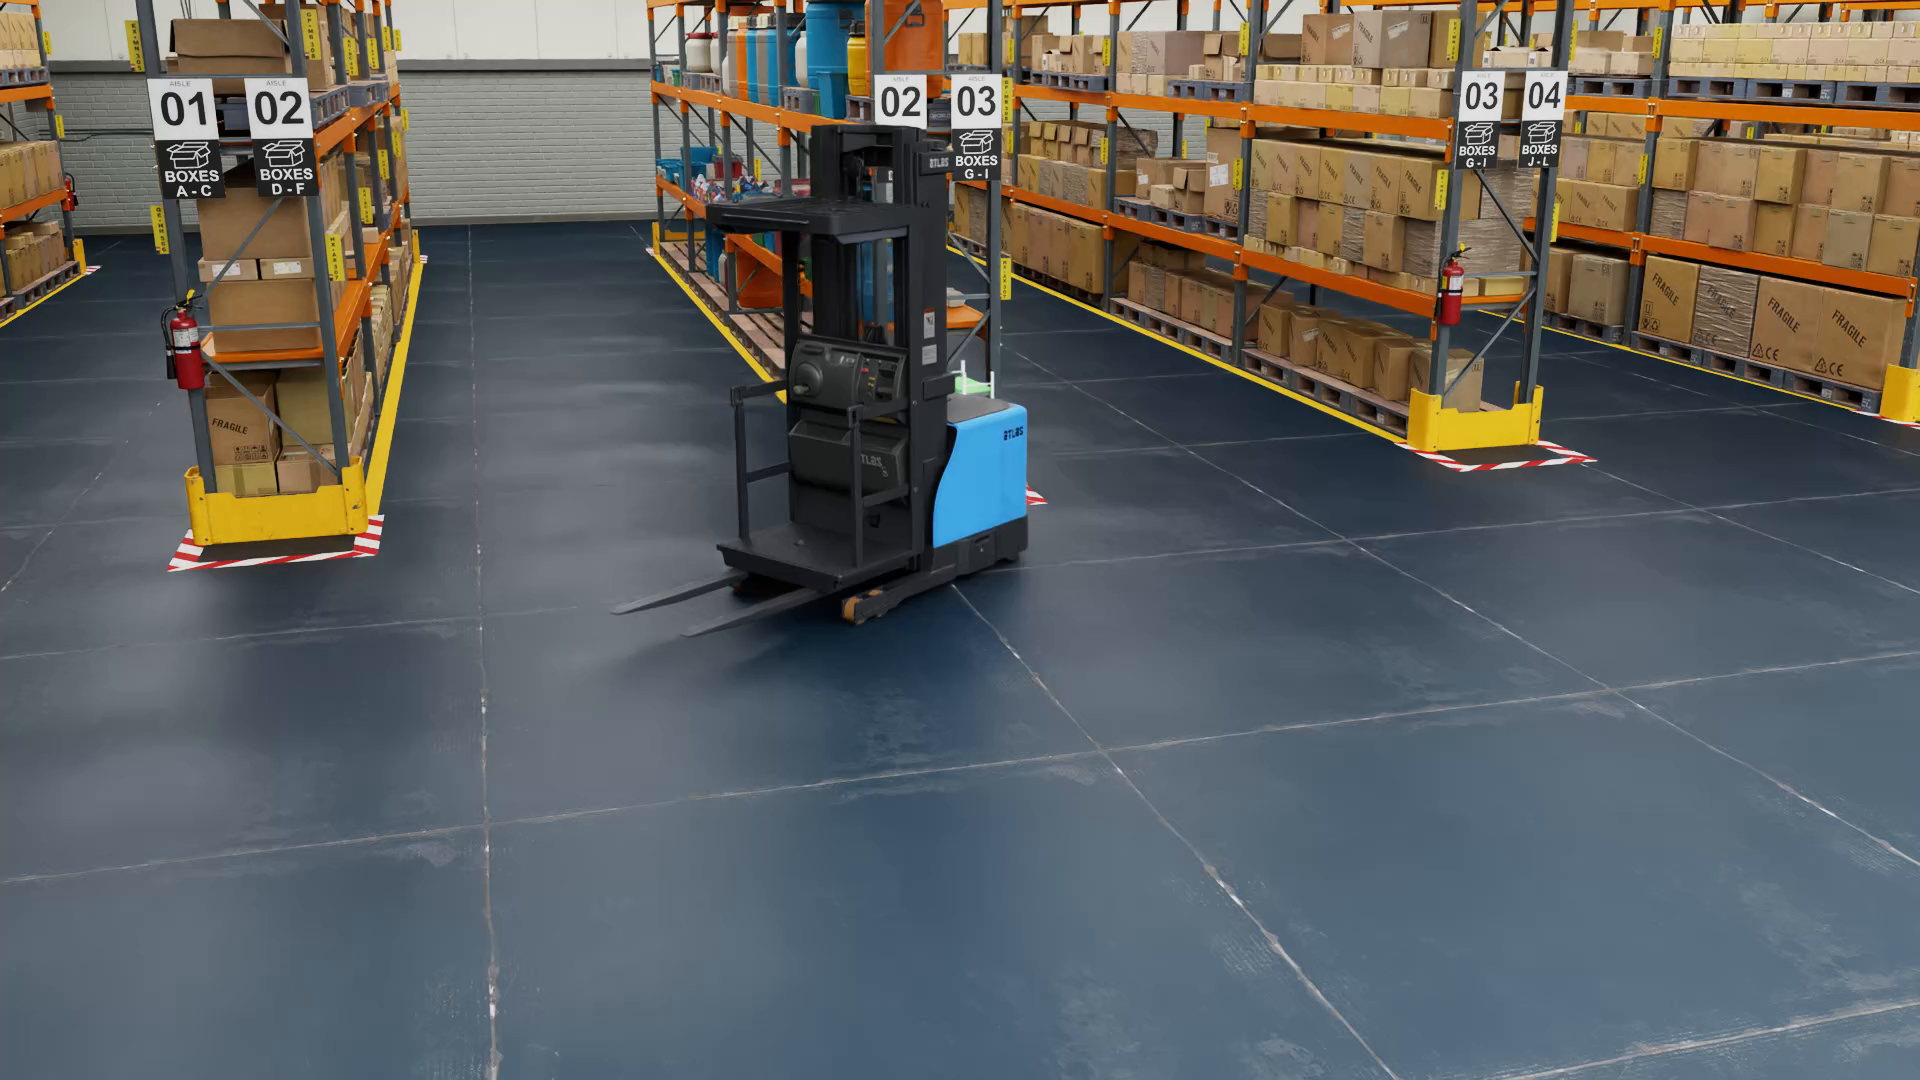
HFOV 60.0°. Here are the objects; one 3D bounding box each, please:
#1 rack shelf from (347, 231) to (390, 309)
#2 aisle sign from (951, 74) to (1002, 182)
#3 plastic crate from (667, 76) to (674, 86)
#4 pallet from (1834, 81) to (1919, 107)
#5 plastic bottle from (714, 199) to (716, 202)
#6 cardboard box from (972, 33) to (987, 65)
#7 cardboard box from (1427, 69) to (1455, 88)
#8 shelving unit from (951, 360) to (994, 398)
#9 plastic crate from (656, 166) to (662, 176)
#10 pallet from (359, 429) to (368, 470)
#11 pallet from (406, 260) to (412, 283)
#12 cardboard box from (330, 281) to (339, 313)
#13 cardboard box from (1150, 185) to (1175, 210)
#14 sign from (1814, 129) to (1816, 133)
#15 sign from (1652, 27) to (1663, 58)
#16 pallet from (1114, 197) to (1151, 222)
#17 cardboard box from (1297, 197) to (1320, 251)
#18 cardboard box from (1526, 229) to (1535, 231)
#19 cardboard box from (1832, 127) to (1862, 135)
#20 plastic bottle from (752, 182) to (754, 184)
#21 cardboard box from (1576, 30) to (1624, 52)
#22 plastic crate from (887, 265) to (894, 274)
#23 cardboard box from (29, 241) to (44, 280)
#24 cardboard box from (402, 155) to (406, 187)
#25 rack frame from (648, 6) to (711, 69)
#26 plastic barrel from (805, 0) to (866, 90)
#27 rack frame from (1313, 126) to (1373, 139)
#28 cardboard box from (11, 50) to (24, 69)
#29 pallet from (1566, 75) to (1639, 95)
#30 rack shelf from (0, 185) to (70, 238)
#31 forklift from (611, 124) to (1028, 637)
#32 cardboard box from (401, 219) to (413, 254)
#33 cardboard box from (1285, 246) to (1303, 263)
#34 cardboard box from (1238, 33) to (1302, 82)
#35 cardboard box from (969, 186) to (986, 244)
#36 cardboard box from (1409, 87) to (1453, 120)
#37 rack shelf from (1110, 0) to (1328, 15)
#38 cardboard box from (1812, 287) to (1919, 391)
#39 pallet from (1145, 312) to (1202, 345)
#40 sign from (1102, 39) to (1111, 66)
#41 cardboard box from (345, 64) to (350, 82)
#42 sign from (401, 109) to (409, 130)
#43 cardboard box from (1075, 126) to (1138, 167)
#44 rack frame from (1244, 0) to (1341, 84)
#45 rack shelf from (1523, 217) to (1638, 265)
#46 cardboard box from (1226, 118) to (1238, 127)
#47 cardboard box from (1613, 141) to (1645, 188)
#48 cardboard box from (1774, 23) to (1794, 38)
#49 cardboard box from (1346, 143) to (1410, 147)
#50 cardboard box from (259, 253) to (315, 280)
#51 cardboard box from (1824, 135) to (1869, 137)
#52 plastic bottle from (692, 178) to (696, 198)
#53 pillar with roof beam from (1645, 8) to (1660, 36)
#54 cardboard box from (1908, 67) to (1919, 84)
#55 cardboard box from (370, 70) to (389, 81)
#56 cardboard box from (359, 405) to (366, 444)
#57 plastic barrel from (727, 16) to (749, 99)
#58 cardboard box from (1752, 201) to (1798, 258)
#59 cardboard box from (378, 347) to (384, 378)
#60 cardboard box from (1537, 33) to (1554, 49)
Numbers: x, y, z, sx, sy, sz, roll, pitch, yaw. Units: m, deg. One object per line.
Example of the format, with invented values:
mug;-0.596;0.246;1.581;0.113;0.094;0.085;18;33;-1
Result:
rack shelf;-6.589;-2.809;17.339;1.077;0.370;4.000;-5;17;-15
aisle sign;0.125;-3.133;12.648;0.394;0.787;0.004;-5;17;-15
plastic crate;-4.190;-6.836;24.739;0.293;0.136;0.466;-5;17;-15
pallet;9.169;-4.239;15.789;1.003;0.211;1.213;-5;17;-15
plastic bottle;-3.134;-4.339;21.528;0.097;0.201;0.097;0;17;0
cardboard box;0.611;-7.991;27.050;0.700;0.500;0.500;-6;18;-19
cardboard box;4.251;-3.965;14.292;0.380;0.149;0.250;-5;18;-17
shelving unit;0.025;-0.664;12.076;0.258;1.200;0.503;-8;18;-24
plastic crate;-4.814;-6.023;27.143;0.250;0.136;0.298;-5;17;-15
pallet;-5.522;-0.703;13.927;1.003;0.211;1.213;-5;17;-15
pallet;-8.765;-4.006;24.920;1.003;0.211;1.213;-5;17;-15
cardboard box;-5.484;-2.100;13.555;0.700;0.500;0.500;-4;17;-14
cardboard box;2.627;-4.136;20.039;0.500;0.250;0.500;-5;17;-17
sign;12.435;-5.834;24.286;0.100;0.325;0.005;-5;17;-15
sign;7.764;-5.536;18.508;0.100;0.325;0.005;-5;17;-15
pallet;2.686;-4.208;21.081;1.213;0.211;1.003;-5;17;-15
cardboard box;3.889;-3.172;16.607;0.875;0.500;0.500;-5;17;-15
cardboard box;10.501;-5.782;29.712;0.875;0.438;0.875;-5;17;-17
cardboard box;15.506;-6.870;28.704;0.700;0.500;0.500;-4;17;-14
plastic bottle;-2.816;-4.820;23.001;0.152;0.276;0.135;-5;17;-15
cardboard box;7.931;-6.128;20.846;0.500;0.500;0.500;-5;17;-15
plastic crate;-0.586;-2.435;15.304;0.530;0.136;0.437;-5;17;-15
cardboard box;-13.380;-3.921;23.405;0.700;0.500;0.500;-4;17;-14
cardboard box;-8.675;-5.583;25.152;0.500;0.500;0.500;-5;17;-15
rack frame;-4.573;-9.183;26.882;1.000;3.000;0.127;-5;17;-15
plastic barrel;-1.105;-4.585;15.186;0.600;0.901;0.708;-5;17;-15
rack frame;6.085;-5.959;26.577;1.000;3.000;0.127;-5;17;-15
cardboard box;-13.351;-6.672;23.091;0.500;0.250;0.500;-5;18;-17
pallet;7.722;-5.716;20.882;1.003;0.211;1.213;-4;17;-13
rack shelf;-13.549;-4.629;23.399;1.077;0.370;4.000;-5;17;-15
forklift;-0.845;-1.045;10.337;1.130;2.935;3.031;13;21;37
cardboard box;-8.951;-4.802;26.305;0.500;0.500;0.500;-5;17;-15
cardboard box;3.515;-2.901;16.832;0.380;0.149;0.250;-5;17;-15
cardboard box;3.453;-5.207;17.950;0.797;0.503;0.637;-6;18;-18
cardboard box;0.692;-5.463;27.887;0.875;0.875;0.875;-5;17;-15
cardboard box;4.209;-3.754;14.282;0.500;0.250;0.500;-4;17;-14
rack shelf;2.937;-6.273;19.138;1.077;0.370;4.000;-5;17;-15
cardboard box;9.133;-2.006;16.380;0.875;0.875;0.875;-5;17;-15
pallet;2.932;-2.600;20.241;1.003;0.211;1.213;-5;17;-15
sign;1.851;-6.169;21.026;0.100;0.325;0.005;-5;17;-15
cardboard box;-6.798;-5.008;17.726;0.500;0.250;0.500;-4;17;-14
sign;-8.798;-6.664;26.360;0.100;0.325;0.005;-5;17;-15
cardboard box;2.026;-5.401;22.801;0.797;0.503;0.637;-4;17;-14
rack frame;3.487;-6.256;17.135;1.000;3.000;0.127;-5;17;-15
rack shelf;7.734;-3.955;21.156;1.077;0.370;4.000;-5;17;-15
cardboard box;4.999;-7.451;29.114;0.500;0.500;0.500;-4;17;-14
cardboard box;8.141;-4.410;19.508;0.700;0.500;0.500;-5;17;-16
cardboard box;8.475;-5.145;16.800;0.380;0.149;0.250;-5;17;-16
cardboard box;4.150;-3.672;16.534;0.500;0.500;0.500;-5;17;-15
cardboard box;-4.841;-1.978;12.021;0.380;0.149;0.250;-5;17;-16
cardboard box;12.461;-5.418;23.354;0.500;0.500;0.500;-5;17;-16
plastic bottle;-3.747;-4.976;23.505;0.061;0.283;0.133;-5;17;-15
pillar with roof beam;10.475;-11.228;33.691;9.100;9.000;0.400;-5;17;-15
cardboard box;8.965;-4.271;15.274;0.380;0.149;0.250;-5;17;-15
cardboard box;-8.134;-6.332;22.864;0.500;0.250;0.500;-5;17;-15
cardboard box;-5.284;-0.959;13.980;0.500;0.250;0.500;-5;17;-15
plastic barrel;-2.358;-5.530;19.061;0.600;0.901;0.600;0;17;0
cardboard box;8.846;-3.270;17.362;0.875;0.550;0.500;-5;17;-15
cardboard box;-6.051;-1.757;16.637;0.500;0.250;0.500;-4;17;-14
cardboard box;10.415;-8.484;28.685;0.797;0.503;0.637;-3;17;-11
